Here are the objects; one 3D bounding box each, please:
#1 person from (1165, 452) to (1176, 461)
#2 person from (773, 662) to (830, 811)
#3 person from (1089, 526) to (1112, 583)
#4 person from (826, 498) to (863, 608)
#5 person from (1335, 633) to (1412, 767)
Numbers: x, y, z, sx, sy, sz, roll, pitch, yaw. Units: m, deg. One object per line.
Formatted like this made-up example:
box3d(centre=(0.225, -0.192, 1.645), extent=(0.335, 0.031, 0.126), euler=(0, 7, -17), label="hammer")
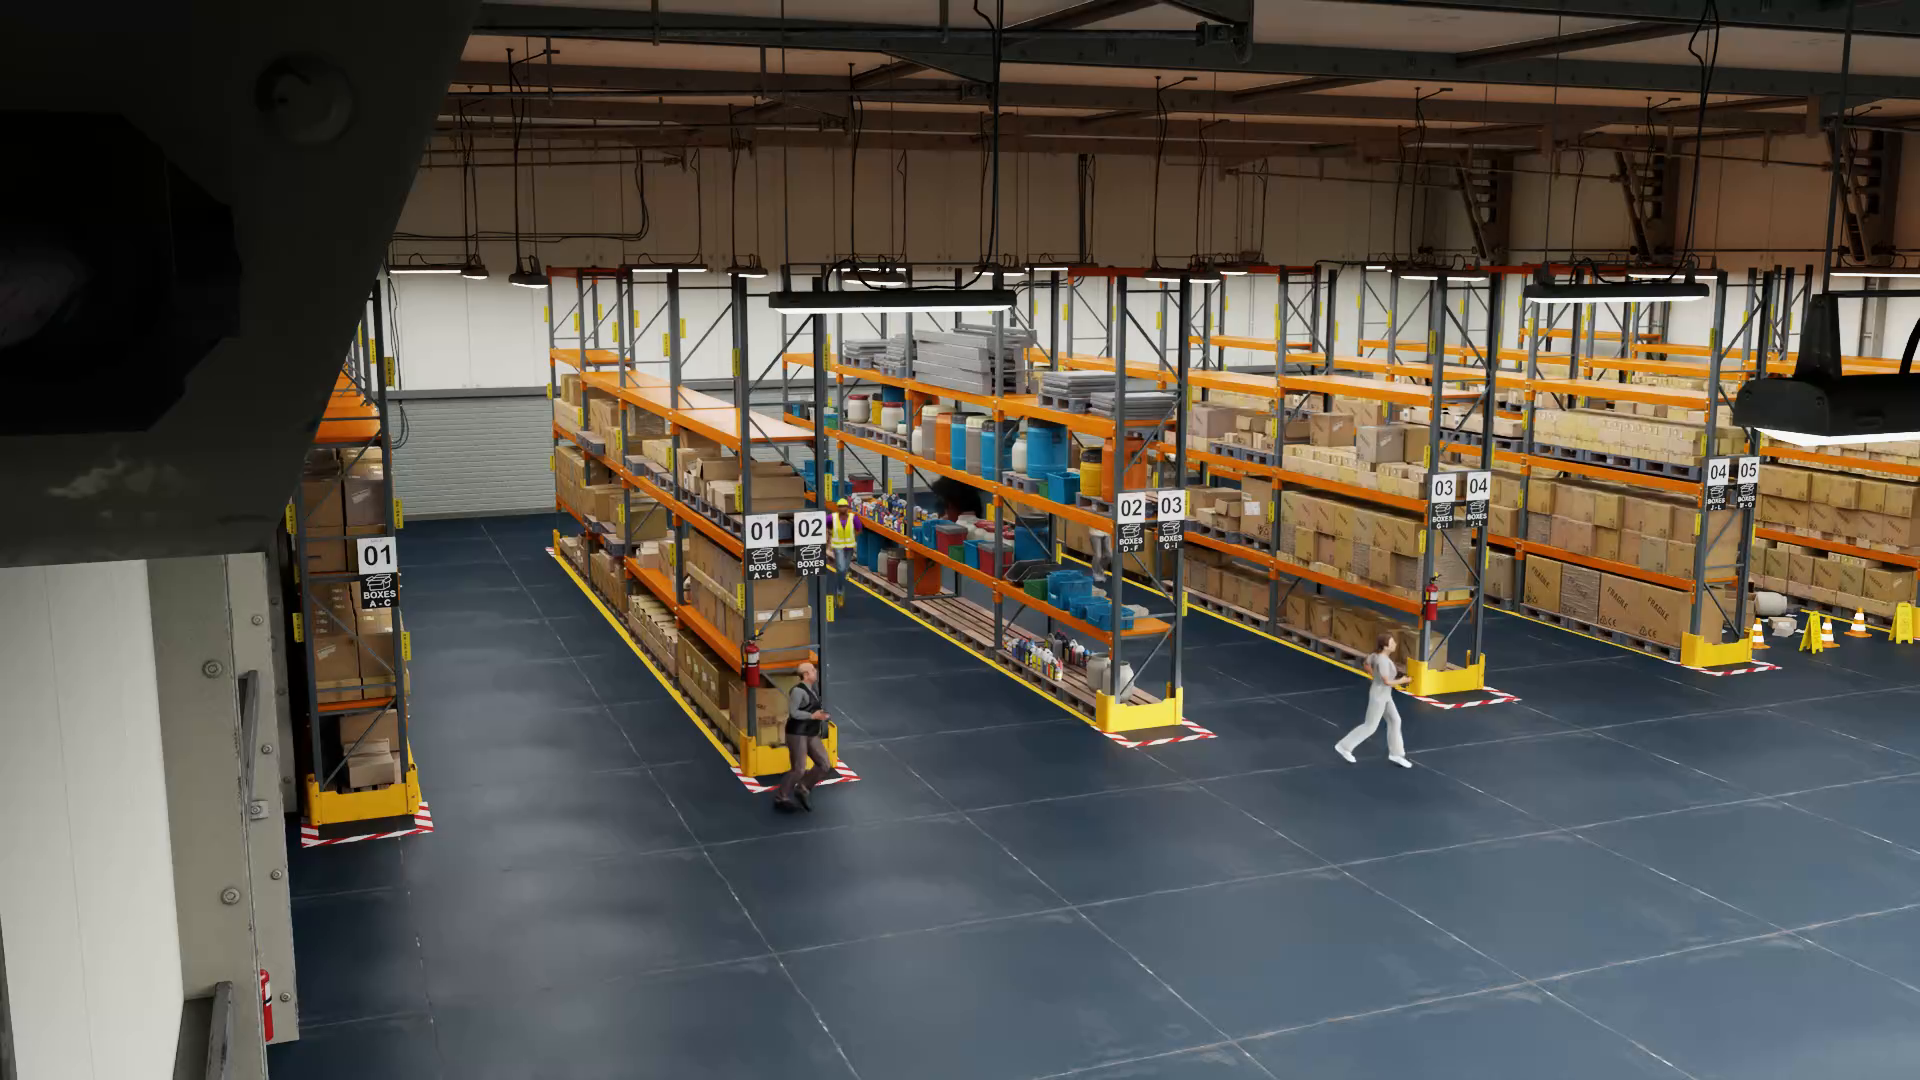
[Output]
box3d(centre=(5.135, -1.624, 41.224), extent=(0.572, 1.713, 0.601), euler=(-5, 11, -27), label="person")
box3d(centre=(-1.740, 2.244, 19.006), extent=(0.646, 1.703, 0.664), euler=(4, 11, 21), label="person")
box3d(centre=(2.617, -0.073, 30.442), extent=(0.648, 1.792, 0.590), euler=(-4, 11, -22), label="person")
box3d(centre=(-2.008, 0.203, 28.934), extent=(0.660, 1.889, 0.733), euler=(-4, 11, -20), label="person")
box3d(centre=(5.127, 1.974, 20.513), extent=(0.955, 1.696, 0.576), euler=(2, 10, 10), label="person")
